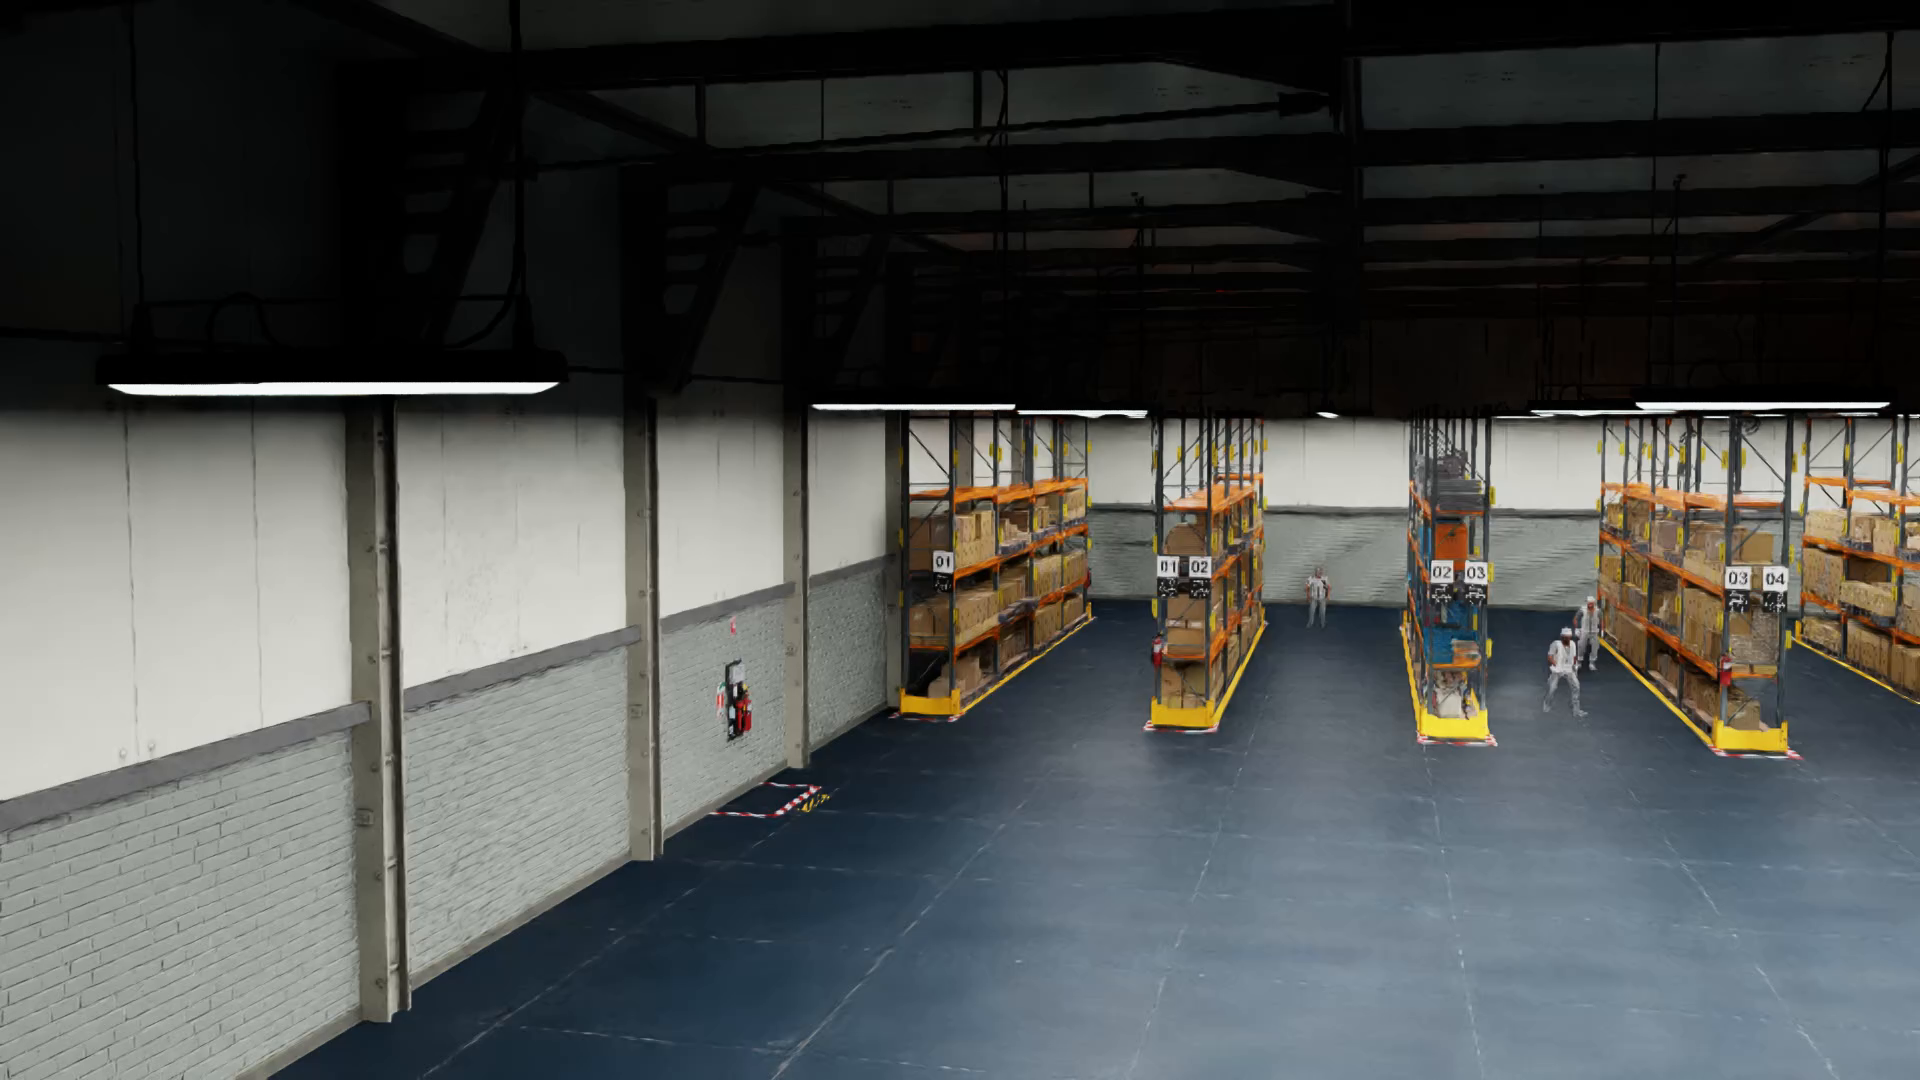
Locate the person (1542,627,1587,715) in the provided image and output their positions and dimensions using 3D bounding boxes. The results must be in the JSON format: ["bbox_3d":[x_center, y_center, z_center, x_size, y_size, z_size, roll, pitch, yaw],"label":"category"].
[{"bbox_3d":[11.736,2.537,32.365,0.701,1.718,0.844,0,4,-3],"label":"person"}]

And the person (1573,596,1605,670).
[{"bbox_3d":[14.403,2.131,38.074,0.677,1.741,0.552,1,4,12],"label":"person"}]

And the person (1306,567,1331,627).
[{"bbox_3d":[9.911,1.571,46.034,0.682,1.715,0.528,1,4,12],"label":"person"}]
